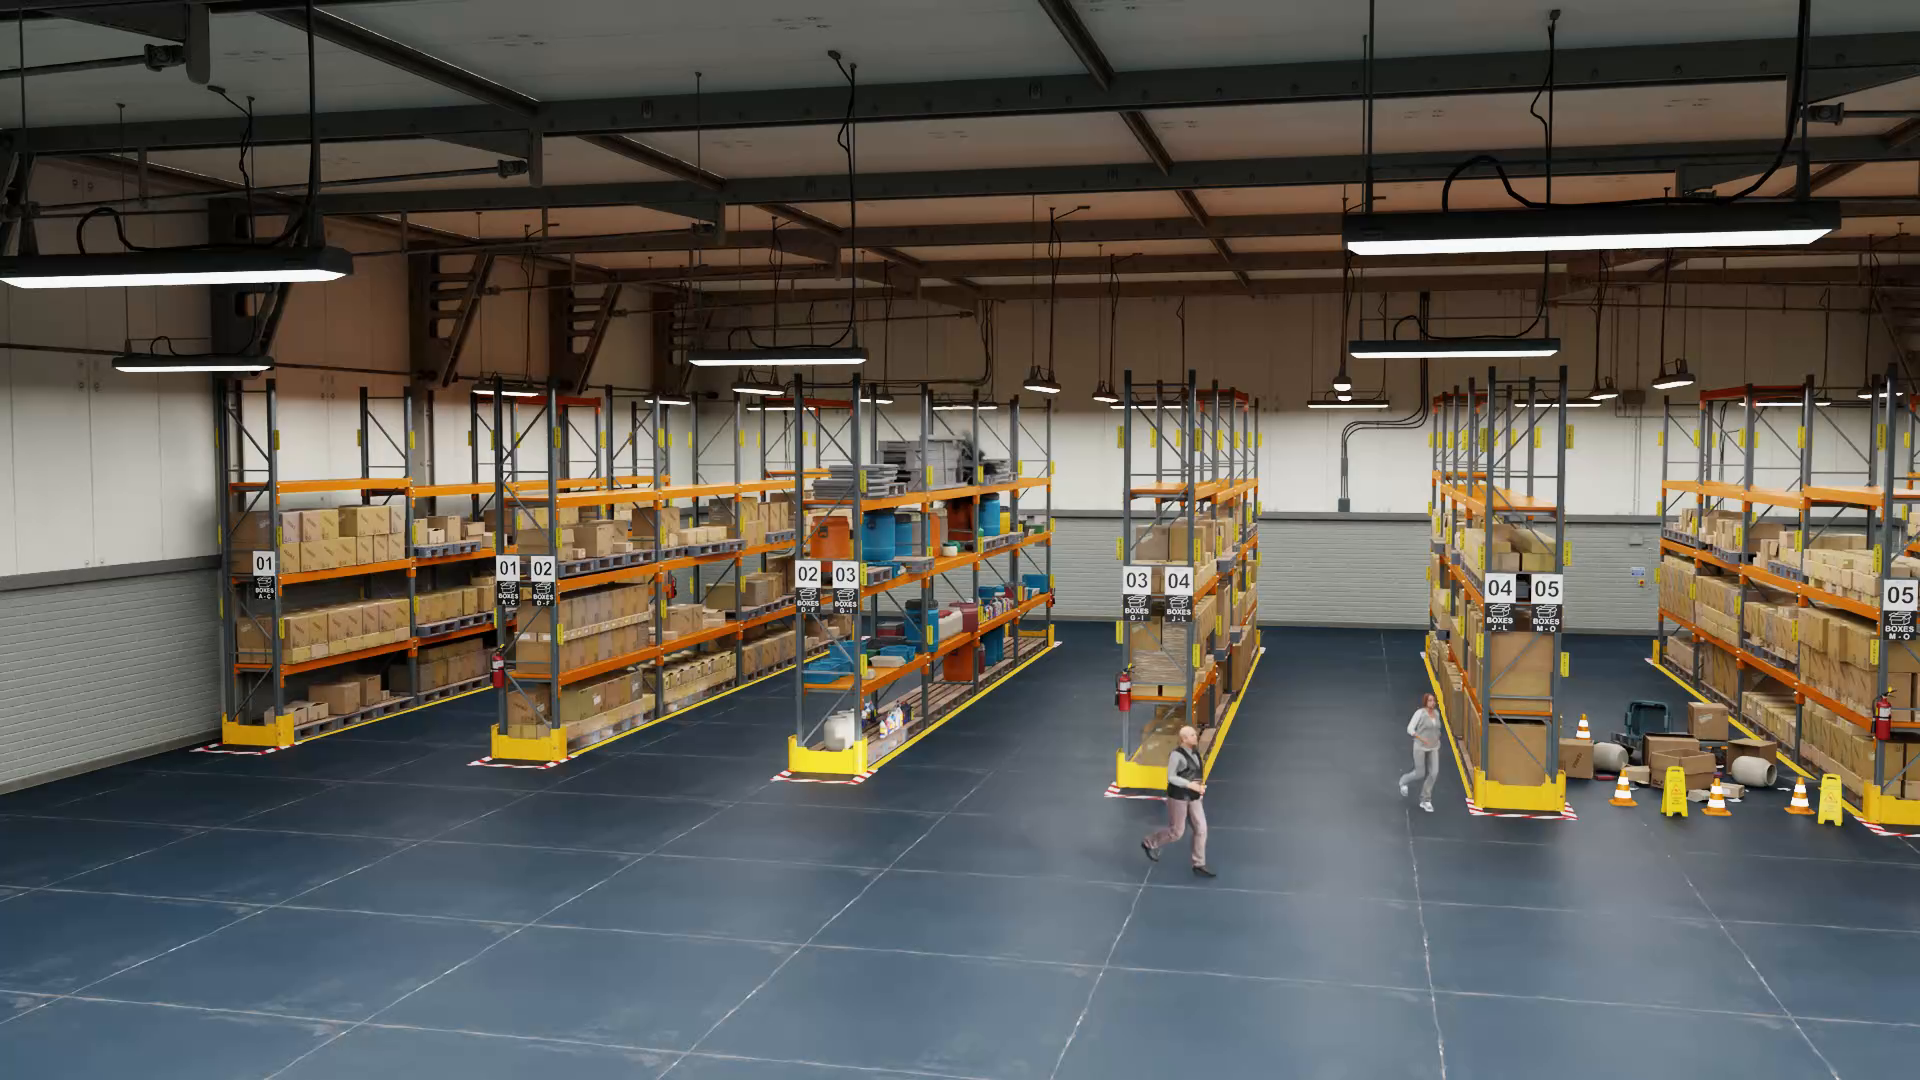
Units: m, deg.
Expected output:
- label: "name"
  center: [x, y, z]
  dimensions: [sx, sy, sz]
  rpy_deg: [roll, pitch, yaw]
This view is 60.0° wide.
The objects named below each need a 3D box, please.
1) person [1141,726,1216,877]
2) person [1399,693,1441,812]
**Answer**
- label: "person"
  center: [2.540, 2.991, 19.218]
  dimensions: [0.934, 1.712, 0.648]
  rpy_deg: [3, 5, 41]
- label: "person"
  center: [6.339, 2.864, 22.729]
  dimensions: [0.558, 1.584, 0.704]
  rpy_deg: [-1, 4, -18]
